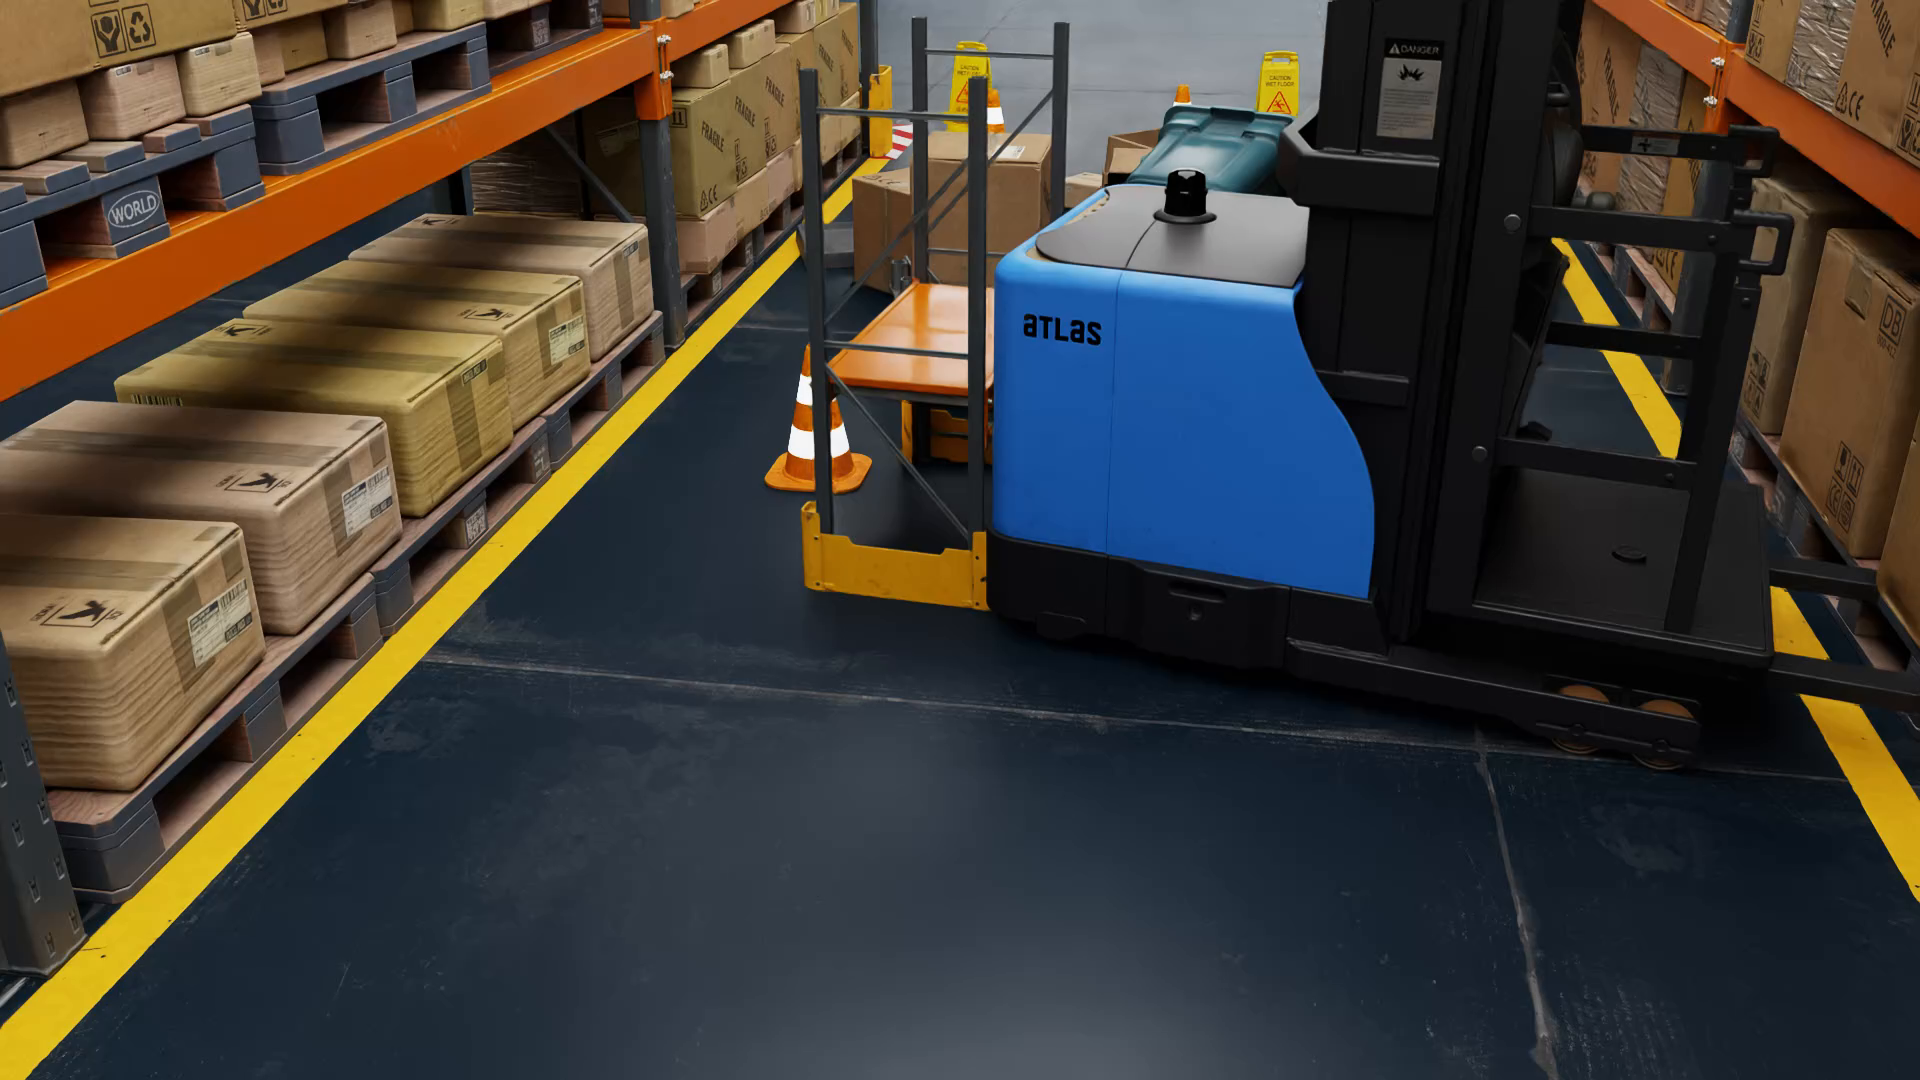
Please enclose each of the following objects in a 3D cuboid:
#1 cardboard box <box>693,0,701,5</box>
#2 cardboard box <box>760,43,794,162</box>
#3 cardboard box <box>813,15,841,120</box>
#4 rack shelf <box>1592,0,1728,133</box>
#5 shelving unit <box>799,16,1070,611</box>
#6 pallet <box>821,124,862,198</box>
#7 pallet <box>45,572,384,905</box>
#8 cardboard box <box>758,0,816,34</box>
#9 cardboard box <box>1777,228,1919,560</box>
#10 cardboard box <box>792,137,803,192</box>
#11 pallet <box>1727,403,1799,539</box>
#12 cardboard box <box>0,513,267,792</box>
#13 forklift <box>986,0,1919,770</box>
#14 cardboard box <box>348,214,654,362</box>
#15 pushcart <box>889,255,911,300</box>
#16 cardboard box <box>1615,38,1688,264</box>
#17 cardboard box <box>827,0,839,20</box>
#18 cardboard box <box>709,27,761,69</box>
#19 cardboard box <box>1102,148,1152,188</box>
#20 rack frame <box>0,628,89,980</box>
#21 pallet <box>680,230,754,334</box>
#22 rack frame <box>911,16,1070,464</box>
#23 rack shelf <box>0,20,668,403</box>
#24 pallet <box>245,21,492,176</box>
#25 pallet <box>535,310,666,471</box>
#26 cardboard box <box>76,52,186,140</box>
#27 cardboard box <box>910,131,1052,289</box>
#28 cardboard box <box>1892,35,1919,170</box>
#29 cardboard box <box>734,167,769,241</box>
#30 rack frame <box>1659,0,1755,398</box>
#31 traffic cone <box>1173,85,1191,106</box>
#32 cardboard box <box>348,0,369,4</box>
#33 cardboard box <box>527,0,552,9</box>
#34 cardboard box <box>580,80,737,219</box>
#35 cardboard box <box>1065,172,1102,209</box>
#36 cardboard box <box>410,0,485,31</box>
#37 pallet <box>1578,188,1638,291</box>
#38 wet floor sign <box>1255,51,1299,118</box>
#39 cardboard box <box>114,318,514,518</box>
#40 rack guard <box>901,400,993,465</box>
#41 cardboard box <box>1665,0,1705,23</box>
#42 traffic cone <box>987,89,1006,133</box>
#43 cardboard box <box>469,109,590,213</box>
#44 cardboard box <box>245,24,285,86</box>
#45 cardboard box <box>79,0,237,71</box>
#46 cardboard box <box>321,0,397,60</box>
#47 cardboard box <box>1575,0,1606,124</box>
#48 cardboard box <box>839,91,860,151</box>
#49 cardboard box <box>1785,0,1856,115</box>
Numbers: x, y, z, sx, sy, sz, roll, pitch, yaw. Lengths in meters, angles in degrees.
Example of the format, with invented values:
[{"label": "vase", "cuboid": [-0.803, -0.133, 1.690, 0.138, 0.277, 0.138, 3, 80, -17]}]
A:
[{"label": "cardboard box", "cuboid": [-1.307, -2.310, 6.943, 0.380, 0.149, 0.250, 5, 26, 10]}, {"label": "cardboard box", "cuboid": [-1.140, -2.159, 8.188, 0.500, 0.500, 0.500, 5, 26, 11]}, {"label": "cardboard box", "cuboid": [-0.967, -2.591, 9.110, 0.500, 0.500, 0.500, 5, 26, 10]}, {"label": "rack shelf", "cuboid": [3.562, -2.415, 7.720, 1.077, 0.370, 4.000, 4, 25, 9]}, {"label": "shelving unit", "cuboid": [-0.043, -0.725, 5.030, 0.587, 1.500, 1.083, 7, 26, 14]}, {"label": "pallet", "cuboid": [-1.191, -2.246, 9.799, 1.003, 0.211, 1.213, 4, 25, 9]}, {"label": "pallet", "cuboid": [-2.190, 0.404, 4.138, 1.003, 0.211, 1.213, 4, 25, 9]}, {"label": "cardboard box", "cuboid": [-0.968, -2.730, 8.642, 0.380, 0.149, 0.250, 5, 26, 11]}, {"label": "cardboard box", "cuboid": [3.061, -0.407, 4.739, 1.050, 0.750, 0.750, 4, 25, 9]}, {"label": "cardboard box", "cuboid": [-1.051, -2.031, 8.798, 0.500, 0.250, 0.500, 3, 25, 7]}, {"label": "pallet", "cuboid": [3.183, -0.313, 5.671, 1.003, 0.211, 1.213, 4, 25, 9]}, {"label": "cardboard box", "cuboid": [-2.217, 0.232, 3.820, 0.950, 0.372, 0.625, 2, 25, 5]}, {"label": "forklift", "cuboid": [1.642, -1.023, 3.978, 3.031, 2.935, 1.130, 10, 27, 20]}, {"label": "cardboard box", "cuboid": [-1.748, -0.986, 6.421, 0.950, 0.372, 0.625, 4, 25, 9]}, {"label": "pushcart", "cuboid": [0.592, -0.880, 6.686, 1.648, 0.377, 0.936, -5, 25, -10]}, {"label": "cardboard box", "cuboid": [3.550, -1.768, 7.499, 0.875, 0.875, 0.875, 4, 25, 9]}, {"label": "cardboard box", "cuboid": [-0.879, -2.945, 9.102, 0.380, 0.149, 0.250, 5, 26, 10]}, {"label": "cardboard box", "cuboid": [-1.140, -2.275, 7.669, 0.380, 0.149, 0.250, 5, 26, 11]}, {"label": "cardboard box", "cuboid": [1.055, -1.507, 7.716, 0.797, 0.637, 0.503, 4, 25, 9]}, {"label": "rack frame", "cuboid": [-2.319, -0.532, 2.848, 1.000, 3.000, 0.127, 4, 25, 9]}, {"label": "pallet", "cuboid": [-1.590, -1.225, 7.619, 1.003, 0.211, 1.213, 4, 25, 9]}, {"label": "rack frame", "cuboid": [0.093, -0.937, 5.482, 0.500, 1.500, 0.032, 7, 26, 14]}, {"label": "rack shelf", "cuboid": [-1.992, -1.043, 4.788, 1.077, 0.370, 4.000, 4, 25, 9]}, {"label": "pallet", "cuboid": [-2.036, -1.276, 4.664, 1.003, 0.211, 1.213, 4, 25, 9]}, {"label": "pallet", "cuboid": [-1.791, -0.616, 6.318, 1.003, 0.211, 1.213, 4, 25, 9]}, {"label": "cardboard box", "cuboid": [-1.913, -0.959, 3.561, 0.380, 0.149, 0.250, 2, 25, 5]}, {"label": "cardboard box", "cuboid": [0.096, -1.305, 6.555, 0.500, 0.500, 0.500, 4, 25, 9]}, {"label": "cardboard box", "cuboid": [2.634, -1.116, 3.978, 0.500, 0.500, 0.500, 4, 25, 9]}, {"label": "cardboard box", "cuboid": [-1.226, -1.602, 7.882, 0.500, 0.250, 0.500, 5, 26, 11]}, {"label": "rack frame", "cuboid": [3.235, -1.904, 5.780, 1.000, 3.000, 0.127, 4, 25, 9]}, {"label": "traffic cone", "cuboid": [1.342, -2.525, 10.099, 0.336, 0.463, 0.334, 4, 25, 9]}, {"label": "cardboard box", "cuboid": [-1.769, -1.724, 4.431, 0.500, 0.500, 0.500, 3, 25, 7]}, {"label": "cardboard box", "cuboid": [-1.544, -1.828, 5.417, 0.380, 0.149, 0.250, 4, 25, 8]}, {"label": "cardboard box", "cuboid": [-1.302, -1.718, 7.245, 0.500, 0.500, 0.500, 5, 26, 11]}, {"label": "cardboard box", "cuboid": [0.767, -1.899, 9.131, 0.380, 0.149, 0.250, 19, 31, 35]}, {"label": "cardboard box", "cuboid": [-1.658, -1.621, 4.977, 0.380, 0.149, 0.250, 4, 25, 8]}, {"label": "pallet", "cuboid": [3.633, -1.466, 8.132, 1.003, 0.211, 1.213, 4, 25, 9]}, {"label": "wet floor sign", "cuboid": [1.940, -2.660, 10.172, 0.267, 0.644, 0.232, 0, 25, -1]}, {"label": "cardboard box", "cuboid": [-1.974, -0.394, 5.157, 0.950, 0.372, 0.625, 5, 26, 10]}, {"label": "rack guard", "cuboid": [0.088, -0.363, 5.730, 0.587, 0.250, 0.087, 7, 26, 14]}, {"label": "cardboard box", "cuboid": [3.351, -2.359, 6.574, 0.875, 0.550, 0.550, 4, 25, 9]}, {"label": "traffic cone", "cuboid": [0.191, -2.460, 9.959, 0.336, 0.463, 0.334, 4, 25, 9]}, {"label": "cardboard box", "cuboid": [-1.833, -1.756, 7.326, 0.500, 0.500, 0.500, 4, 25, 8]}, {"label": "cardboard box", "cuboid": [-1.885, -1.178, 4.030, 0.380, 0.149, 0.250, 6, 26, 12]}, {"label": "cardboard box", "cuboid": [-1.939, -1.293, 3.510, 0.500, 0.500, 0.500, 5, 26, 11]}, {"label": "cardboard box", "cuboid": [-1.770, -1.404, 4.512, 0.380, 0.149, 0.250, 5, 26, 10]}, {"label": "cardboard box", "cuboid": [3.843, -2.517, 9.100, 0.875, 0.875, 0.875, 4, 25, 9]}, {"label": "cardboard box", "cuboid": [-0.882, -2.456, 9.707, 0.500, 0.250, 0.500, 4, 25, 8]}, {"label": "cardboard box", "cuboid": [2.802, -1.537, 4.878, 0.500, 0.500, 0.500, 4, 25, 9]}]
